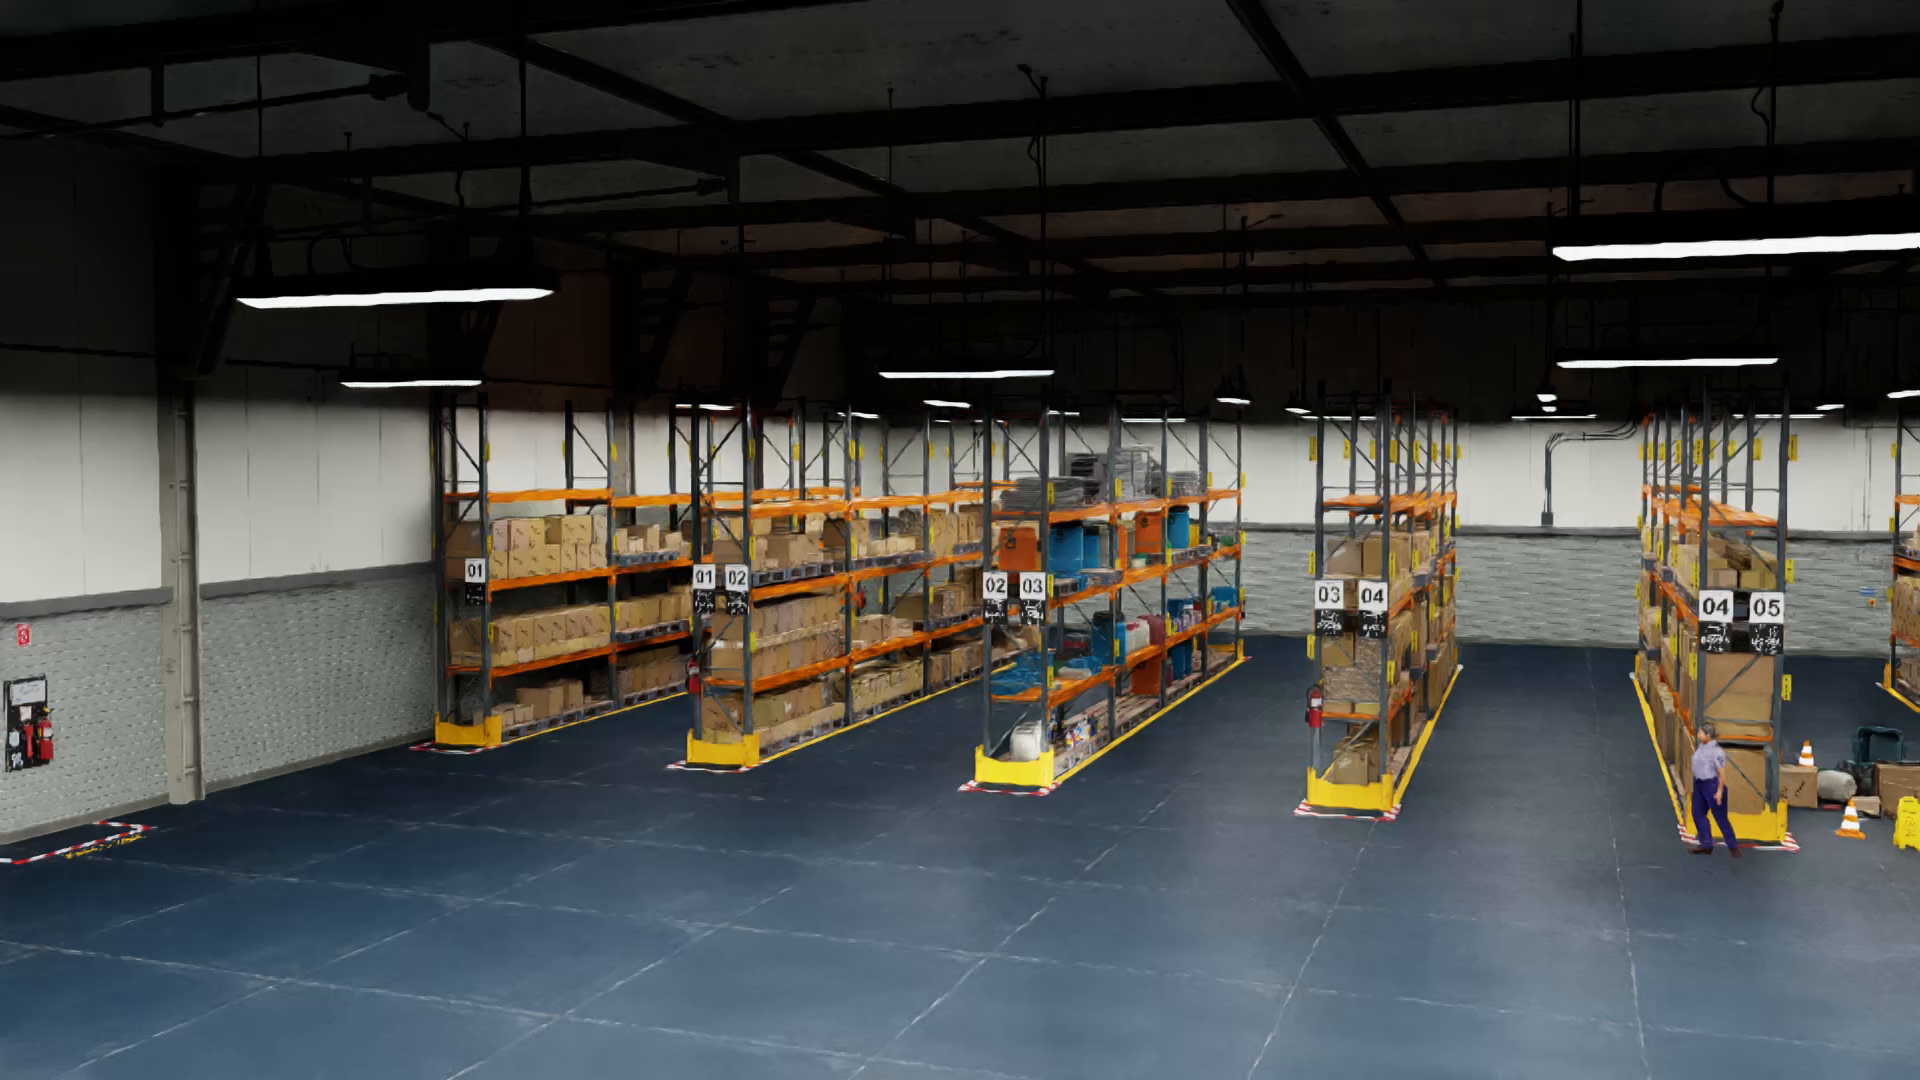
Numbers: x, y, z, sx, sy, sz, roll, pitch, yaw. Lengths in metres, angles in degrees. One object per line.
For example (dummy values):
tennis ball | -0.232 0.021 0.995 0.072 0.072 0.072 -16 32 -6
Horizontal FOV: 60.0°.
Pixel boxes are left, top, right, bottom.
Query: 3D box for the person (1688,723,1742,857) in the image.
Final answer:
person | 9.385 3.102 20.640 0.538 1.621 0.597 0 3 -9

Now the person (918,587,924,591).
person | -0.907 1.999 40.250 0.729 1.733 0.546 1 3 19
